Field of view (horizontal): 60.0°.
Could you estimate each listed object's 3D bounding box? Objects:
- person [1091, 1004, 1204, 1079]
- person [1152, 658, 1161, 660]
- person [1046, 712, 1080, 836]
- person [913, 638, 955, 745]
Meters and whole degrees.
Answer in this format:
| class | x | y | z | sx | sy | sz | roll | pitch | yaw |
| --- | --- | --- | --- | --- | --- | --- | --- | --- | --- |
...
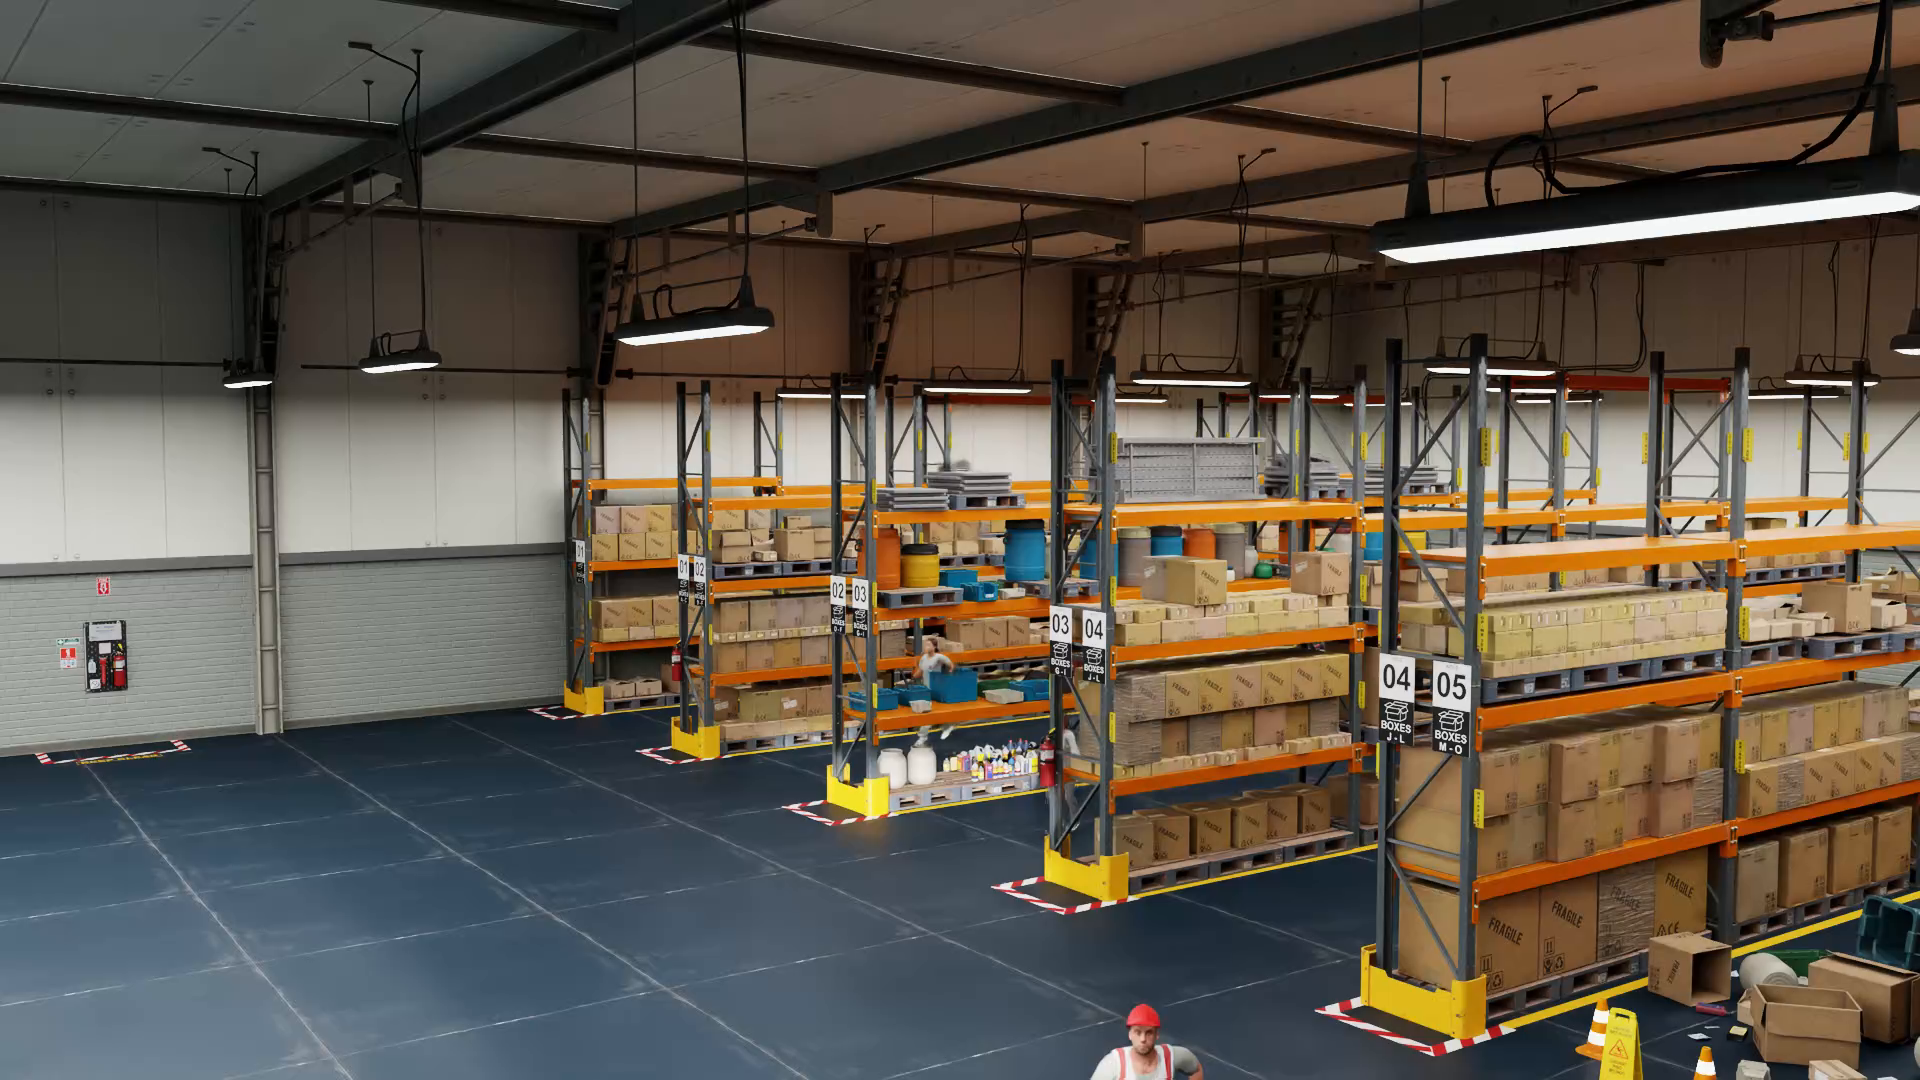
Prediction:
| class | x | y | z | sx | sy | sz | roll | pitch | yaw |
| --- | --- | --- | --- | --- | --- | --- | --- | --- | --- |
| person | 1.101 | 3.649 | 9.895 | 0.690 | 1.849 | 0.912 | 0 | 4 | 7 |
| person | 3.252 | 2.244 | 28.198 | 0.568 | 1.715 | 0.669 | -3 | 5 | -37 |
| person | 1.332 | 3.012 | 21.294 | 0.506 | 1.644 | 0.704 | 3 | 5 | 41 |
| person | -0.416 | 2.401 | 26.476 | 0.597 | 1.707 | 0.882 | 3 | 5 | 41 |
